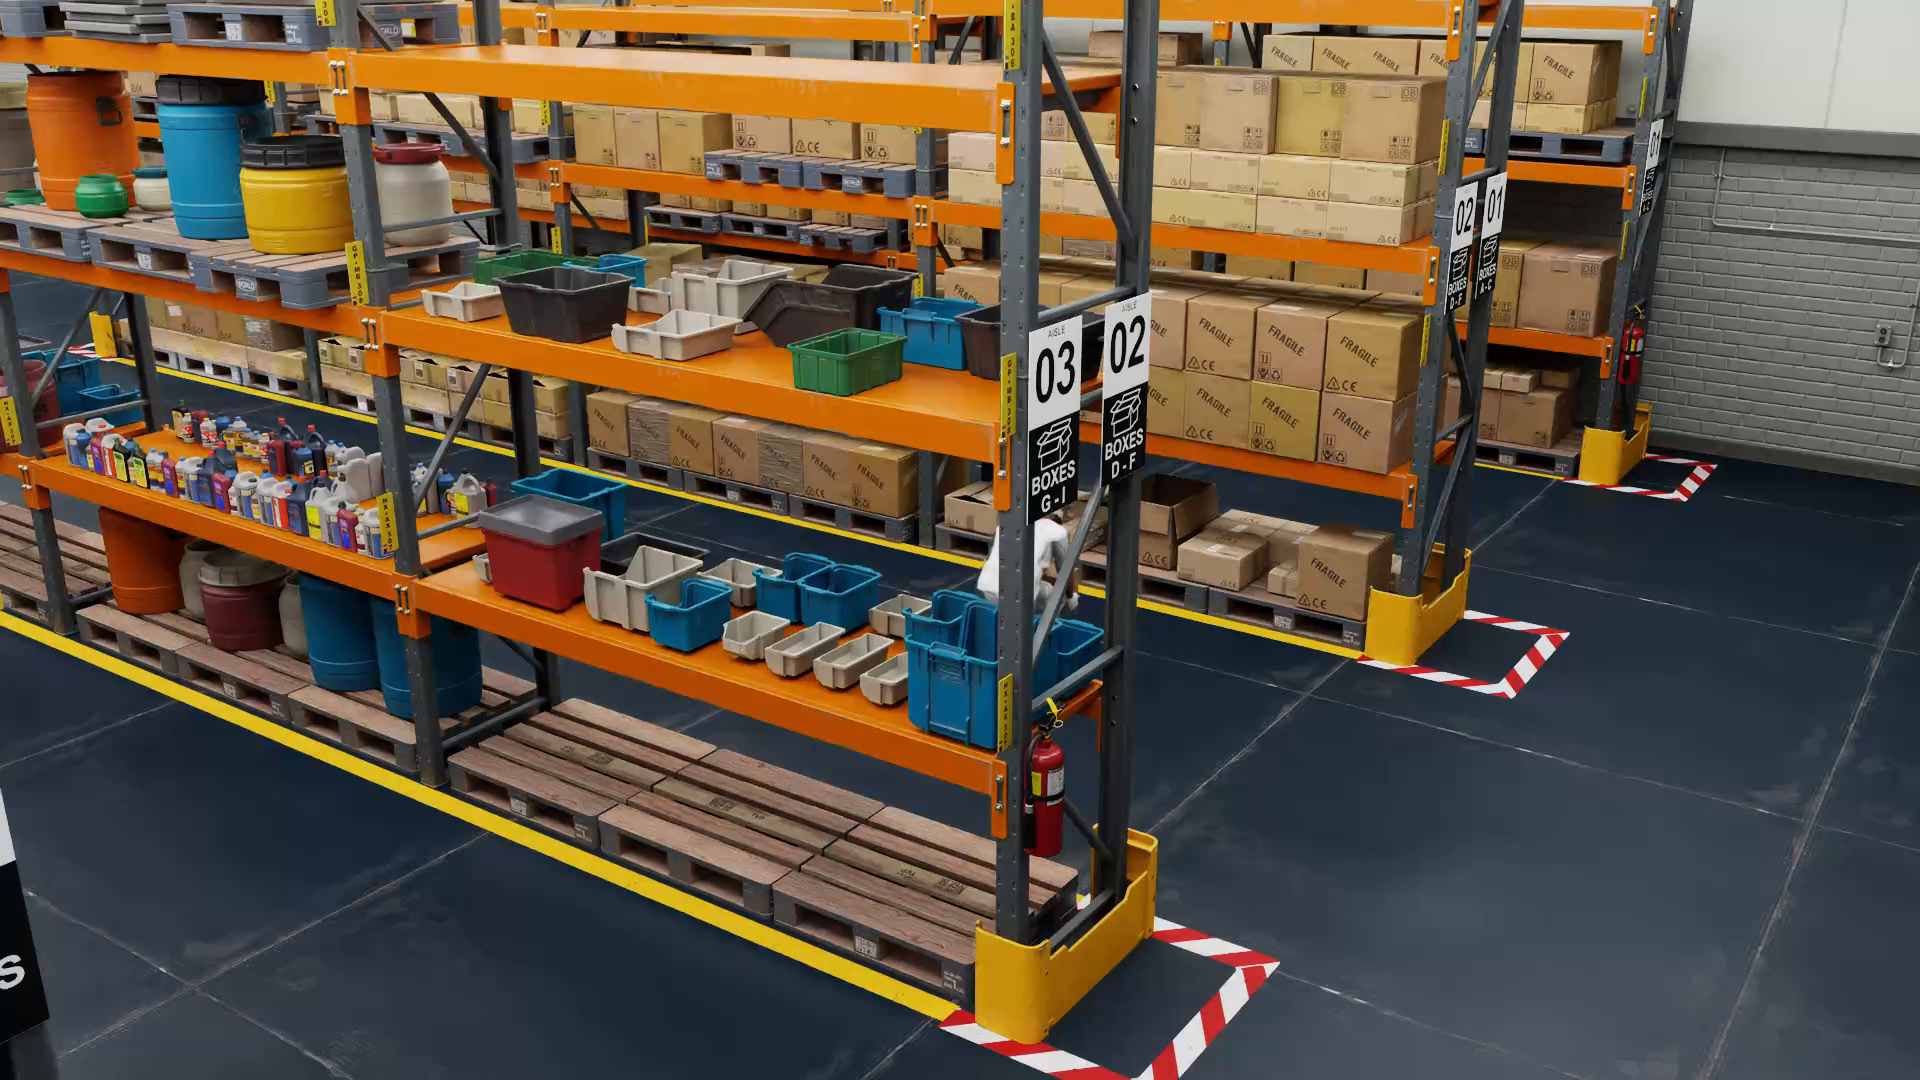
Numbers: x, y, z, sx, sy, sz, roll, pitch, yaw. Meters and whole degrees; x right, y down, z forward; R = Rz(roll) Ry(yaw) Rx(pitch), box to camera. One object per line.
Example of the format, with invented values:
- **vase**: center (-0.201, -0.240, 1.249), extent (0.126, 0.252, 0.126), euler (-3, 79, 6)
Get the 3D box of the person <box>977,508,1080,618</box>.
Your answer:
- **person**: center (0.462, 0.264, 11.481), extent (0.557, 0.998, 0.934), euler (12, 23, 31)
